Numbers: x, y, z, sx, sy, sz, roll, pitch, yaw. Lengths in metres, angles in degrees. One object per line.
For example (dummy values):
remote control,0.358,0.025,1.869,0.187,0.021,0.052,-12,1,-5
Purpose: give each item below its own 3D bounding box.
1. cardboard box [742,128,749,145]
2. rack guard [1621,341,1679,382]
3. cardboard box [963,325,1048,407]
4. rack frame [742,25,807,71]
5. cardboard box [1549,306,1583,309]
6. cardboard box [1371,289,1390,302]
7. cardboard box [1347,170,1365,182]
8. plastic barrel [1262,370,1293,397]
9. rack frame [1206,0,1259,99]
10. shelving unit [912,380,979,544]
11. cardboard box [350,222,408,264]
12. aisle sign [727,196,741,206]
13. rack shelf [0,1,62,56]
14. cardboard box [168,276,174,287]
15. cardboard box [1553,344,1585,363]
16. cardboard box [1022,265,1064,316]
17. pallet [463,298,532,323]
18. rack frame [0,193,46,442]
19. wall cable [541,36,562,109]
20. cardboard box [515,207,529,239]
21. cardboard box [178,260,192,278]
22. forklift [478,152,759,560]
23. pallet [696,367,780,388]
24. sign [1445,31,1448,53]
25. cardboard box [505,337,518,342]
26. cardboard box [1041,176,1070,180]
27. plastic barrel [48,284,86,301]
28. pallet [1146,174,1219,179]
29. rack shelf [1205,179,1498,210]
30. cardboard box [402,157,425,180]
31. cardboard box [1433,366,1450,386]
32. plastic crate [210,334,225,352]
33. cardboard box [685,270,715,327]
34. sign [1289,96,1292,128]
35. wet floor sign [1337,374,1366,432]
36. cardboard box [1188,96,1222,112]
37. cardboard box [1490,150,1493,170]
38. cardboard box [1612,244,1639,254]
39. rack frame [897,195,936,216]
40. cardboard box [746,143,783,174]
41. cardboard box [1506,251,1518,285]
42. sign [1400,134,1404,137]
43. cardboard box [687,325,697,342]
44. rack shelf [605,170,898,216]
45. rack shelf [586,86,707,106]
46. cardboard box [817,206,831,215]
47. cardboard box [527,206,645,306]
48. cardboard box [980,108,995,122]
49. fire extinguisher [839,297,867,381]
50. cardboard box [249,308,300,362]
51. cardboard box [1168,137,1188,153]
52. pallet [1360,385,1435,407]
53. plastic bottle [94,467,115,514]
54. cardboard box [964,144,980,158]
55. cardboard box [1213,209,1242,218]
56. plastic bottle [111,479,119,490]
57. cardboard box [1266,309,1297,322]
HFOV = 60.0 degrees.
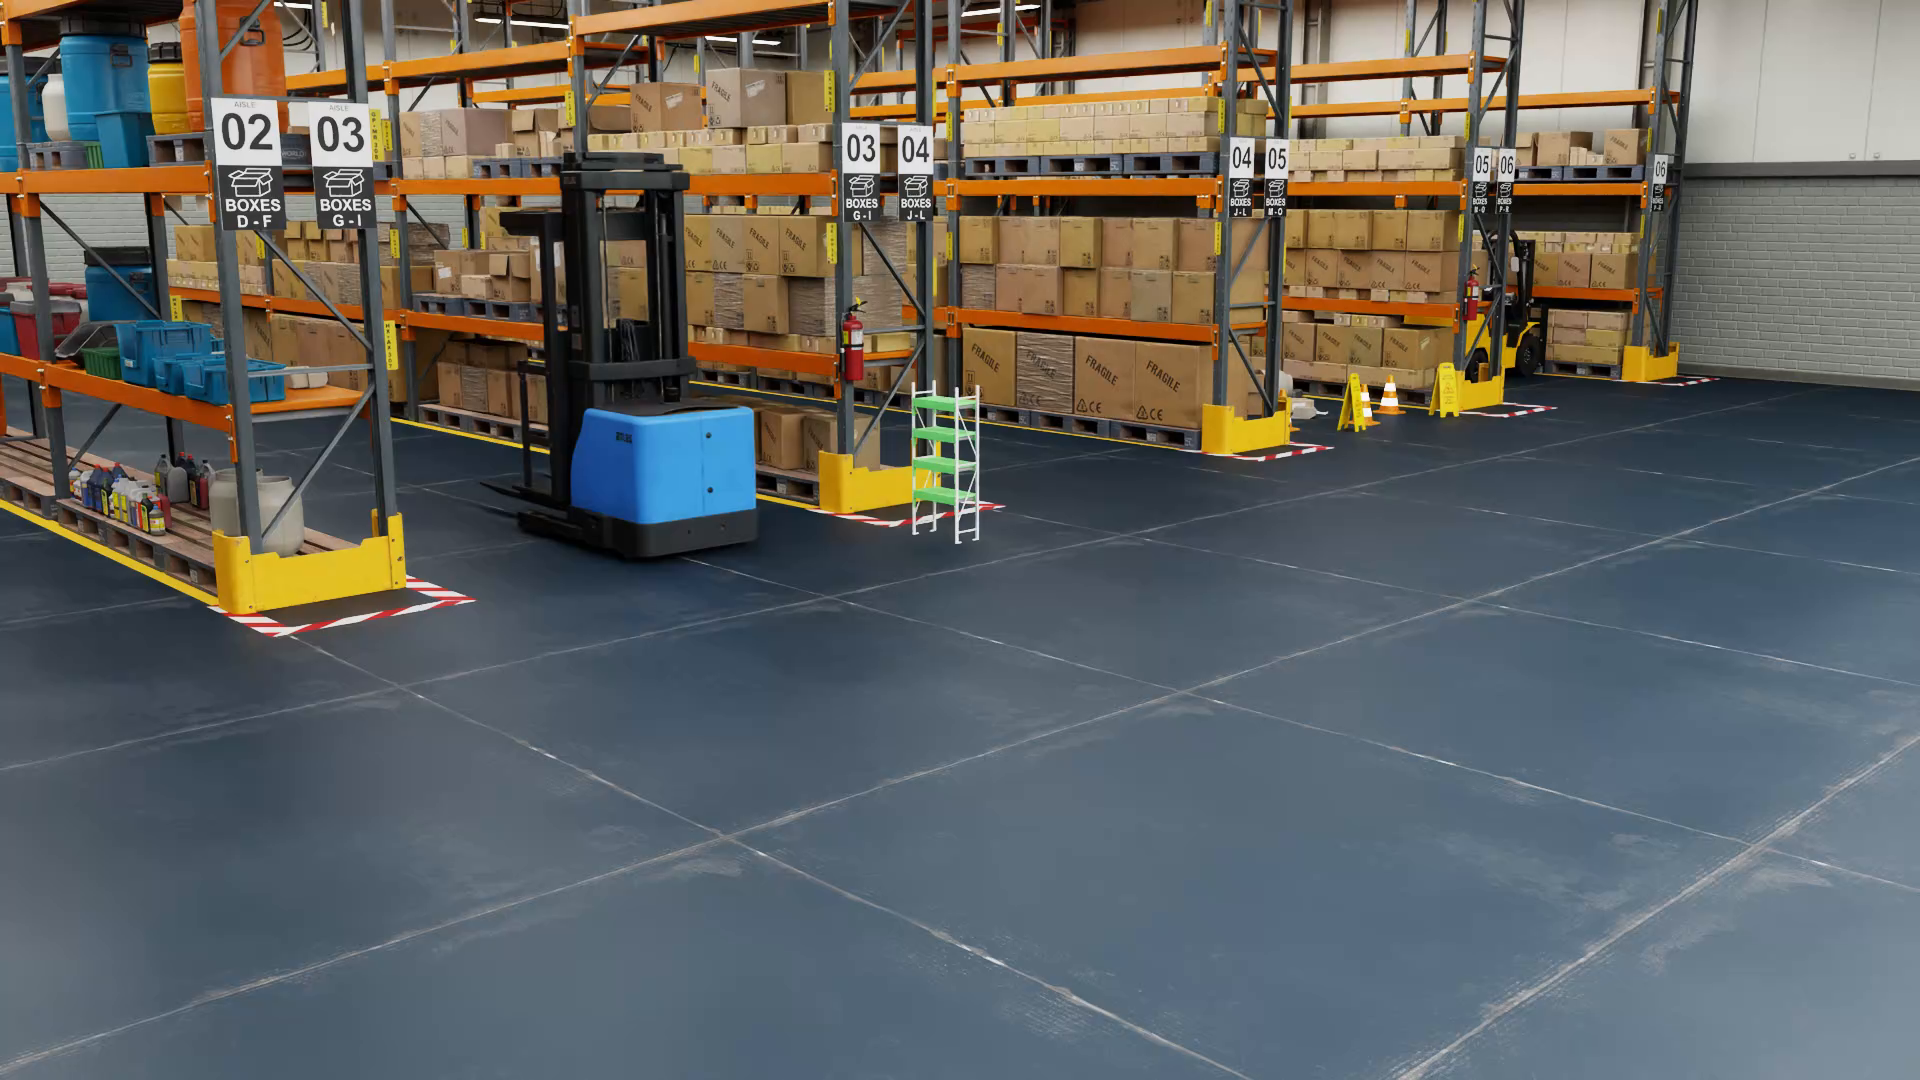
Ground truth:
cardboard box,-1.684,-3.534,14.579,0.380,0.149,0.250,-11,16,-42
rack guard,10.140,-2.625,24.415,1.175,0.500,0.348,-11,16,-43
cardboard box,0.647,-2.104,19.913,0.875,0.875,0.875,-11,16,-42
rack frame,-2.499,-6.562,22.462,1.000,3.000,0.127,-11,16,-43
cardboard box,9.243,-3.445,25.496,0.500,0.250,0.500,-11,16,-43
cardboard box,5.506,-3.158,21.428,0.380,0.149,0.250,-11,16,-42
cardboard box,5.223,-4.711,21.532,0.250,0.149,0.380,11,16,44
plastic barrel,4.014,-1.989,21.519,0.512,0.421,0.421,-1,12,-4
rack frame,3.773,-6.683,23.048,1.000,3.000,0.127,-11,16,-43
shelving unit,-0.114,-0.612,12.908,0.258,1.200,0.503,-11,16,-43
cardboard box,-7.098,-3.692,20.665,0.797,0.503,0.637,-10,16,-41
aisle sign,-4.339,-6.823,32.152,0.394,0.787,0.004,-11,16,-43
rack shelf,-8.358,-4.355,14.525,1.077,0.370,4.000,-11,16,-43
cardboard box,-11.675,-3.894,25.002,0.380,0.149,0.250,-11,16,-42
cardboard box,9.233,-2.810,24.893,0.500,0.250,0.500,-11,16,-43
cardboard box,1.210,-2.889,19.129,0.875,0.550,0.550,-11,16,-43
pallet,-4.760,-2.570,18.429,1.003,0.211,1.213,-11,16,-43
rack frame,-9.739,-2.257,16.434,1.000,3.000,0.127,-11,16,-43
wall cable,-8.646,-9.225,35.387,0.463,3.000,0.029,-11,16,-43
cardboard box,-6.855,-5.148,27.000,0.500,0.500,0.500,11,16,43
cardboard box,-11.181,-4.005,24.550,0.500,0.250,0.500,-11,16,-43
forklift,-2.873,-1.532,13.084,1.130,2.935,3.031,-10,15,-40
pallet,-3.038,-2.372,23.903,1.003,0.211,1.213,-11,16,-43
sign,7.779,-7.984,26.656,0.100,0.325,0.005,-11,16,-43
cardboard box,-7.380,-3.365,27.835,0.380,0.149,0.250,-11,16,-42
cardboard box,1.658,-5.707,25.496,0.700,0.500,0.500,-11,16,-43
plastic barrel,-7.985,-2.017,14.932,0.433,0.535,0.433,0,12,0
pallet,3.424,-5.227,23.879,1.213,0.211,1.003,-11,16,-43
rack shelf,5.154,-4.570,22.007,1.077,0.370,4.000,-11,16,-43
cardboard box,-6.016,-4.239,18.991,0.500,0.250,0.500,-11,16,-42
cardboard box,6.179,-2.176,21.813,0.500,0.250,0.500,-11,16,-43
plastic crate,-6.016,-1.477,13.015,0.499,0.251,0.616,-11,16,-43
cardboard box,-2.075,-2.268,15.504,0.875,0.500,0.500,-11,16,-43
sign,3.431,-4.469,17.372,0.100,0.325,0.005,-11,16,-43
wet floor sign,4.477,-1.575,18.957,0.232,0.644,0.267,8,14,35
cardboard box,2.547,-4.449,16.999,0.380,0.149,0.250,-11,16,-42
cardboard box,6.381,-4.813,21.039,0.500,0.250,0.500,-11,16,-44
cardboard box,9.681,-4.231,24.160,0.380,0.149,0.250,-11,16,-42
rack frame,-0.926,-6.188,35.514,1.000,3.000,0.127,-11,16,-43
cardboard box,-1.495,-3.283,14.351,0.500,0.250,0.500,-11,16,-42
cardboard box,8.532,-4.161,25.426,0.500,0.500,0.500,-11,16,-42
sign,6.975,-6.236,26.253,0.100,0.325,0.005,-11,16,-43
cardboard box,-2.418,-1.950,15.567,0.380,0.149,0.250,-11,16,-43
rack shelf,-2.013,-3.189,15.304,1.077,0.370,4.000,-11,16,-43
rack shelf,-3.881,-6.306,23.992,1.077,0.370,4.000,-11,16,-43
cardboard box,-2.298,-5.823,29.407,0.380,0.149,0.250,-10,16,-41
cardboard box,-3.842,-2.999,17.505,1.000,1.000,1.000,-11,16,-42
cardboard box,0.446,-4.894,19.156,0.380,0.149,0.250,-11,16,-43
fire extinguisher,-0.886,-1.661,13.732,0.296,0.674,0.183,-11,16,-43
cardboard box,-9.317,-2.804,23.311,0.875,0.875,0.875,-11,16,-43
cardboard box,2.377,-4.095,17.256,0.380,0.149,0.250,-11,16,-42
pallet,5.948,-1.930,21.754,1.003,0.211,1.213,-11,16,-43
plastic bottle,-6.589,-0.388,12.837,0.185,0.351,0.144,11,16,43
cardboard box,0.268,-4.540,19.416,0.380,0.149,0.250,-11,16,-43
cardboard box,3.920,-4.335,23.054,0.700,0.500,0.500,-11,16,-43
plastic bottle,-6.460,-0.333,12.766,0.097,0.271,0.097,0,12,0
cardboard box,4.385,-3.063,22.655,0.380,0.149,0.250,-10,15,-40
